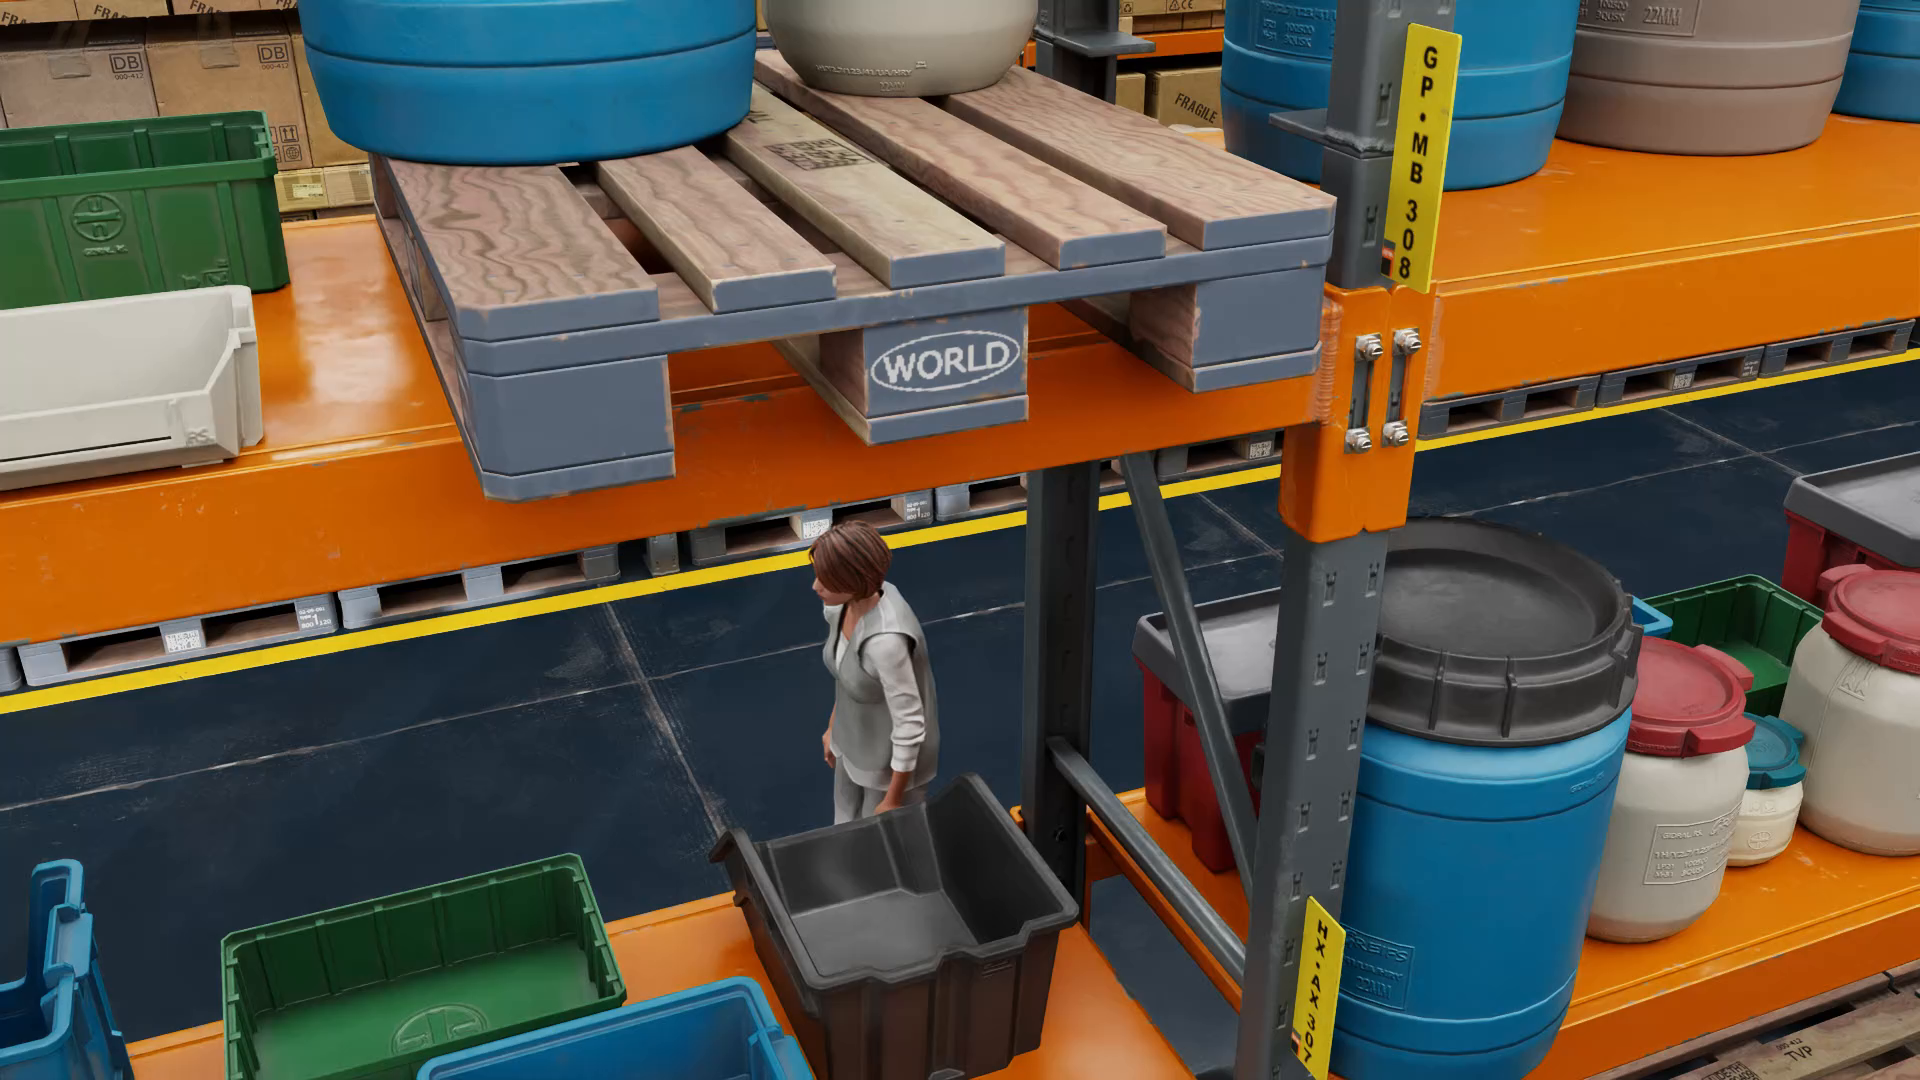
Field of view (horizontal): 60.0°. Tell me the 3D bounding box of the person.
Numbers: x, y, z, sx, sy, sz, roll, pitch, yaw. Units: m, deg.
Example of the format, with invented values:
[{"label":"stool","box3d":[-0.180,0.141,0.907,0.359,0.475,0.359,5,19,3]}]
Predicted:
[{"label":"person","box3d":[-0.249,0.652,4.805,0.343,1.593,0.481,-12,29,-22]}]
